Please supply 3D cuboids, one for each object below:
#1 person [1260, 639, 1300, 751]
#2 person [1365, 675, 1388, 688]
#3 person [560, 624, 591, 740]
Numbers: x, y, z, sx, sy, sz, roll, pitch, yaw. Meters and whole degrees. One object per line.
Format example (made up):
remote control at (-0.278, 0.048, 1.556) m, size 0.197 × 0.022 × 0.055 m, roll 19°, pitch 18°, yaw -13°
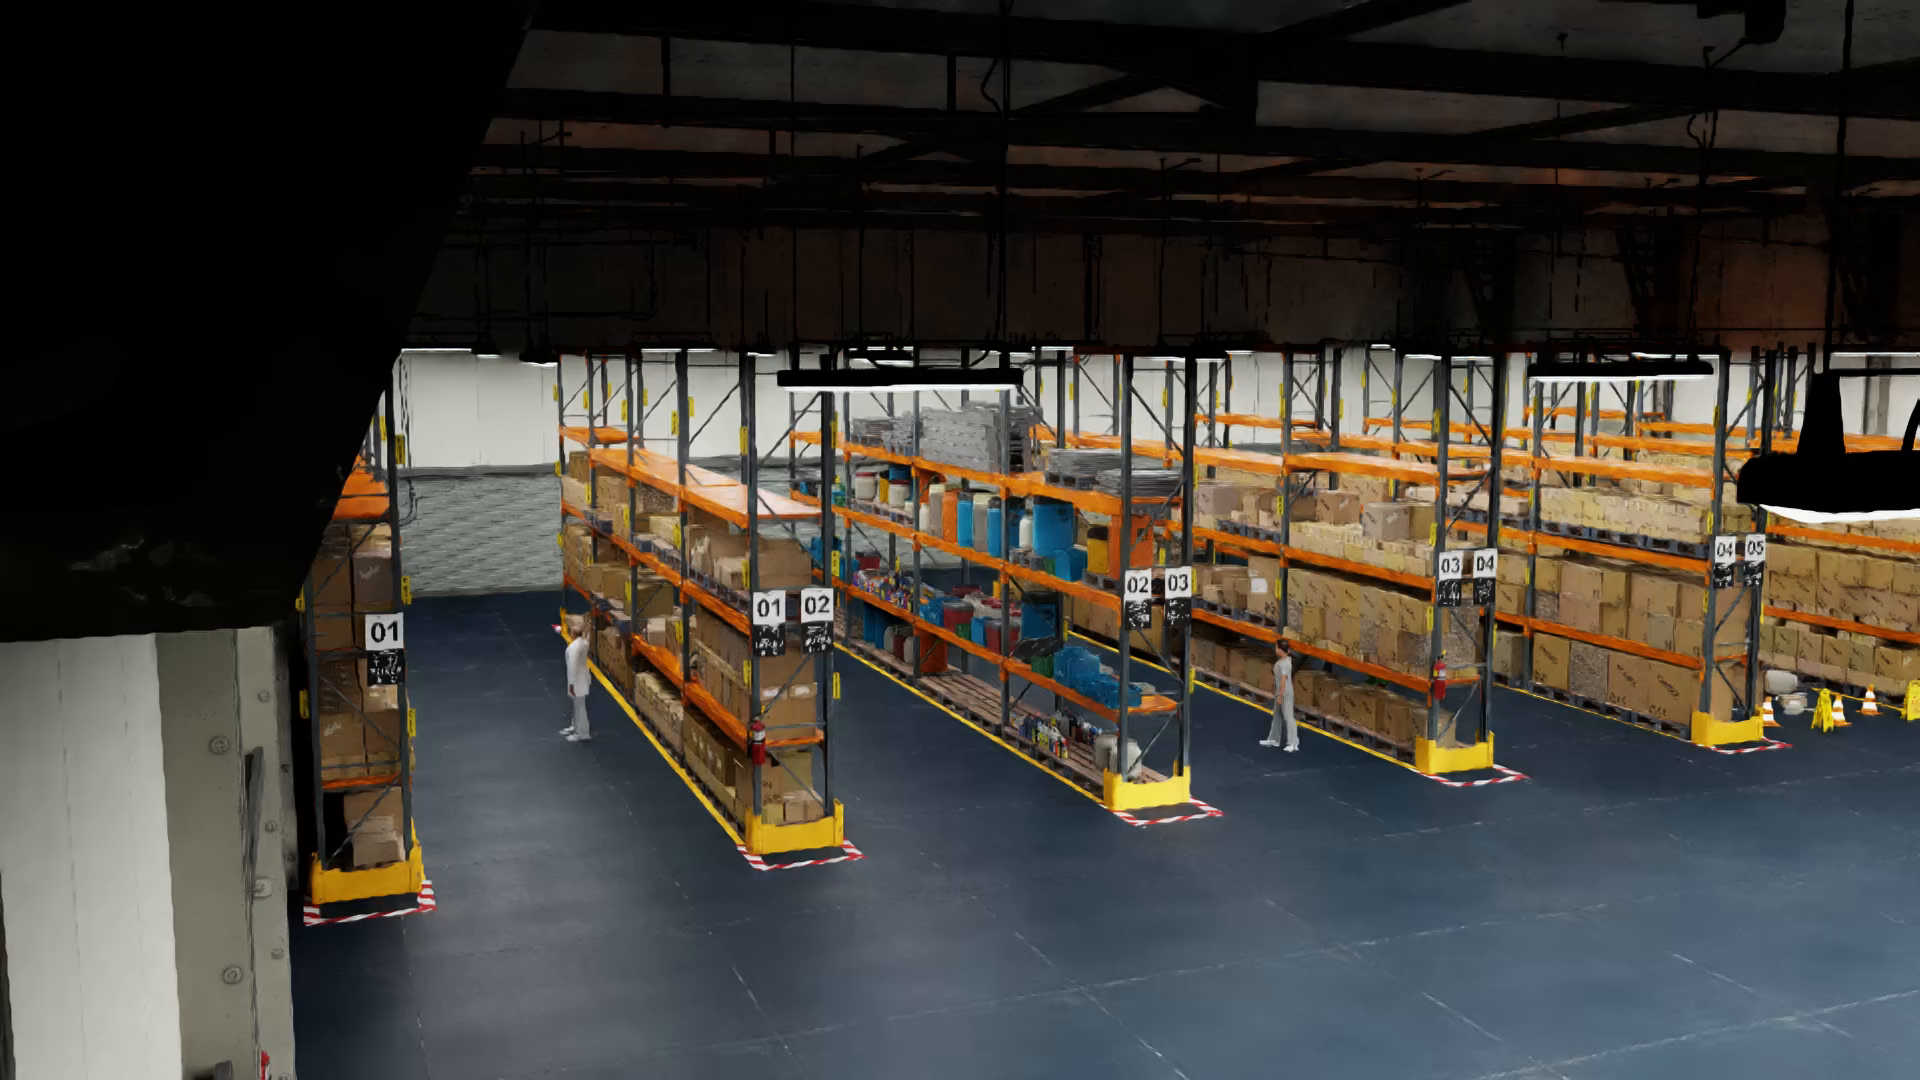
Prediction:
person at (4.831, 2.317, 25.058) m, size 0.575 × 1.656 × 0.577 m, roll 0°, pitch 7°, yaw 4°
person at (7.138, 1.907, 28.149) m, size 0.677 × 1.742 × 0.552 m, roll -3°, pitch 8°, yaw -23°
person at (-5.954, 2.176, 25.691) m, size 0.555 × 1.781 × 0.631 m, roll 1°, pitch 7°, yaw 10°
